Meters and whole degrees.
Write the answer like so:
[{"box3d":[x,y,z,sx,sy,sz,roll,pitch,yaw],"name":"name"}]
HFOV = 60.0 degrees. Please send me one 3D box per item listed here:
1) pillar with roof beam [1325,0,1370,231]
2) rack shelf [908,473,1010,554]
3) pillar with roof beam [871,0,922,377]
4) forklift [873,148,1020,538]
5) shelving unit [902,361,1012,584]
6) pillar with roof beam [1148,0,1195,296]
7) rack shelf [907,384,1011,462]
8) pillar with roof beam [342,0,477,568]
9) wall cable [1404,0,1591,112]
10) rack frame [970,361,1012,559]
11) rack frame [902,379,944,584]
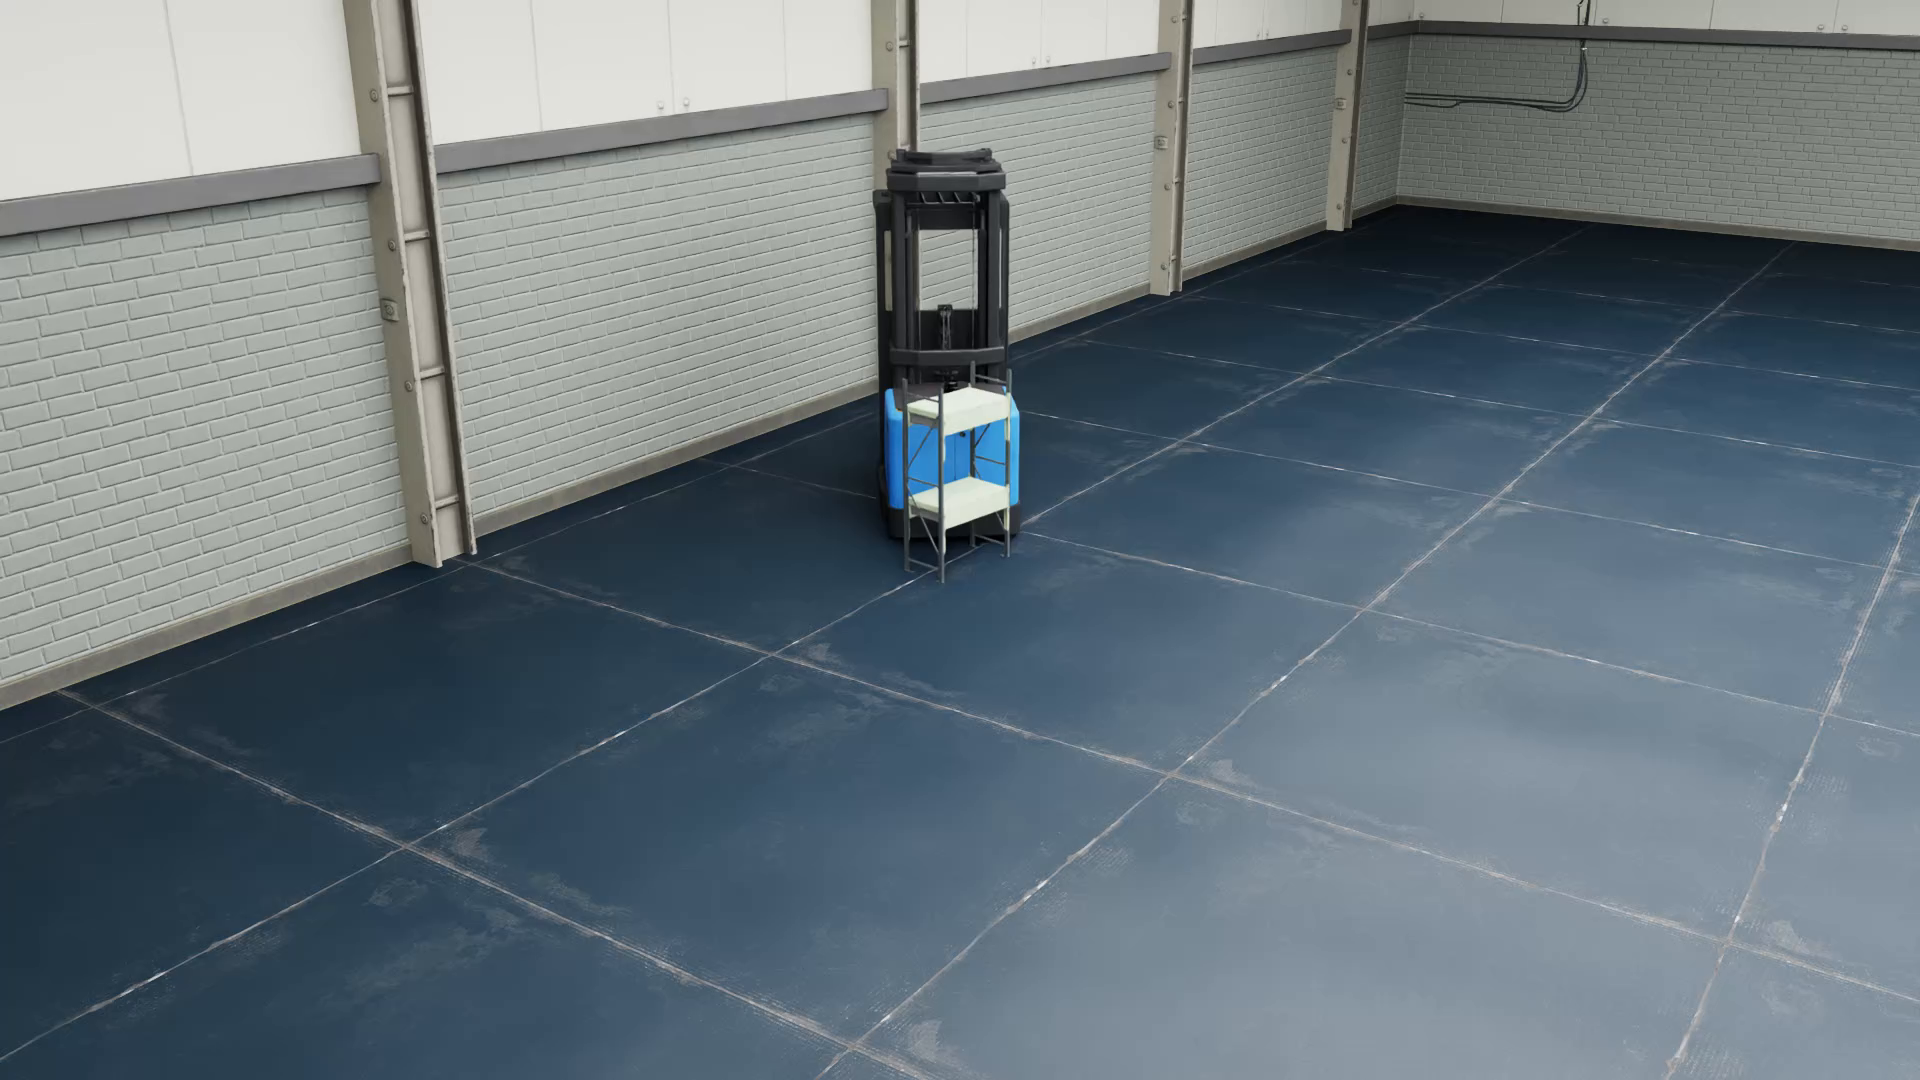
[{"box3d":[9.670,-8.419,23.055,9.100,9.000,0.400,13,24,32],"name":"pillar with roof beam"},{"box3d":[-0.021,-0.209,12.607,0.431,0.370,0.720,18,27,40],"name":"rack shelf"},{"box3d":[2.925,-4.976,13.747,9.100,9.000,0.400,13,24,32],"name":"pillar with roof beam"},{"box3d":[-0.161,-1.859,14.066,1.130,2.935,3.031,-2,20,-4],"name":"forklift"},{"box3d":[-0.021,-0.515,12.494,0.431,1.500,0.755,18,27,40],"name":"shelving unit"},{"box3d":[6.297,-6.698,18.401,9.100,9.000,0.400,13,24,32],"name":"pillar with roof beam"},{"box3d":[-0.021,-0.881,12.359,0.431,0.370,0.720,18,27,40],"name":"rack shelf"},{"box3d":[-0.448,-3.255,9.093,9.100,9.000,0.400,13,24,32],"name":"pillar with roof beam"},{"box3d":[8.860,-8.390,27.451,3.097,2.526,0.112,13,24,32],"name":"wall cable"},{"box3d":[0.230,-0.607,12.744,0.400,1.500,0.023,18,27,40],"name":"rack frame"},{"box3d":[-0.272,-0.422,12.245,0.400,1.500,0.023,18,27,40],"name":"rack frame"}]
